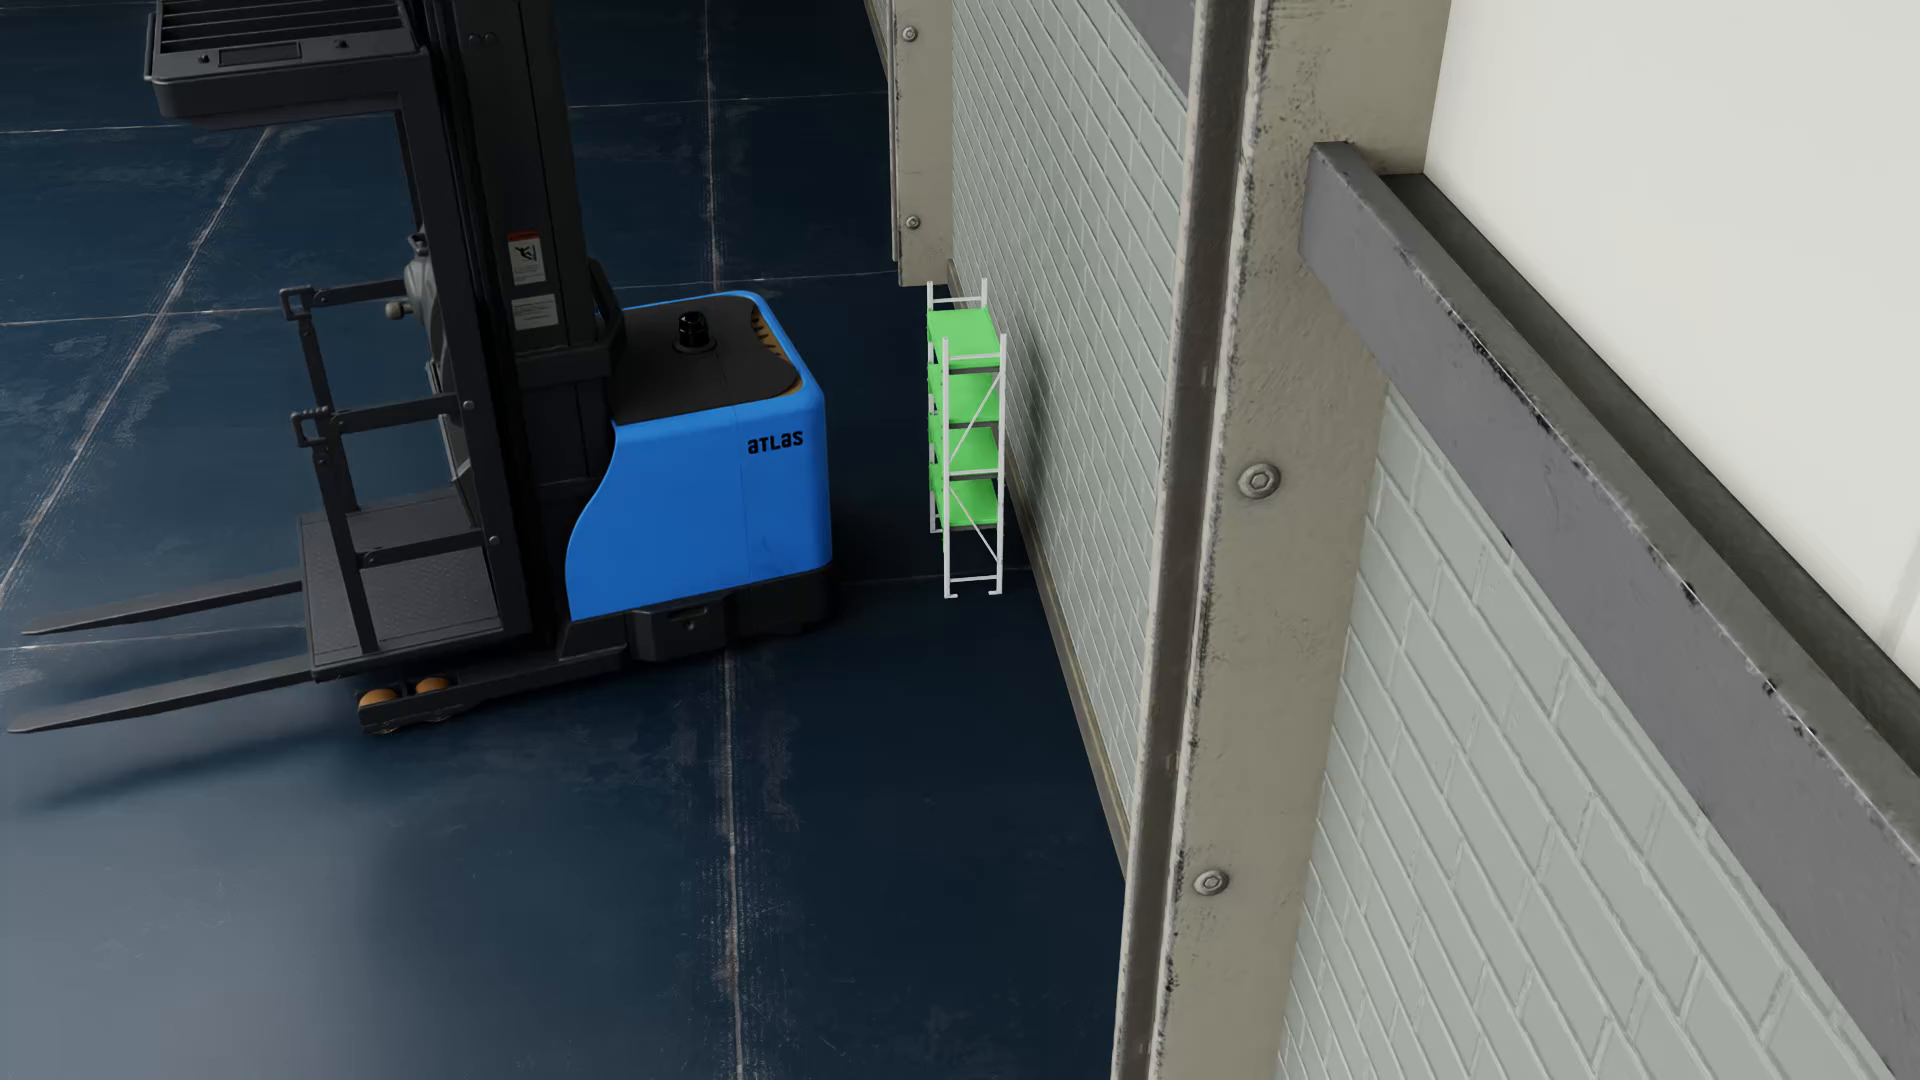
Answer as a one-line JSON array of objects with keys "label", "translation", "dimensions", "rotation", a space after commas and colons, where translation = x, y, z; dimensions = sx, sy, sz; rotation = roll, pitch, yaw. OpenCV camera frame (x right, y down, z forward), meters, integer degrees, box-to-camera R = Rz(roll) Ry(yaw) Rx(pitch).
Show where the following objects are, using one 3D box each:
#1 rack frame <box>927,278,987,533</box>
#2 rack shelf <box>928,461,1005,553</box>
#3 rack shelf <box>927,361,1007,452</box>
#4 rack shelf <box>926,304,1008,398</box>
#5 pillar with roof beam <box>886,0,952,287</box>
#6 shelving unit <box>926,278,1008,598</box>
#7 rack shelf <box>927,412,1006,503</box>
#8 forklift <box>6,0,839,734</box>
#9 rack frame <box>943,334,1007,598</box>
[{"label": "rack frame", "translation": [-0.011, -0.540, 6.976], "dimensions": [0.240, 1.200, 0.015], "rotation": [-4, 35, -6]}, {"label": "rack shelf", "translation": [0.022, -0.152, 6.948], "dimensions": [0.258, 0.148, 0.480], "rotation": [-4, 35, -6]}, {"label": "rack shelf", "translation": [0.022, -0.549, 6.677], "dimensions": [0.258, 0.148, 0.480], "rotation": [-4, 35, -6]}, {"label": "rack shelf", "translation": [0.022, -0.747, 6.542], "dimensions": [0.258, 0.148, 0.480], "rotation": [-4, 35, -6]}, {"label": "pillar with roof beam", "translation": [-4.478, -4.938, 6.505], "dimensions": [9.100, 9.000, 0.400], "rotation": [-4, 35, -6]}, {"label": "shelving unit", "translation": [0.022, -0.403, 6.777], "dimensions": [0.258, 1.200, 0.503], "rotation": [-4, 35, -6]}, {"label": "rack shelf", "translation": [0.022, -0.351, 6.813], "dimensions": [0.258, 0.148, 0.480], "rotation": [-4, 35, -6]}, {"label": "forklift", "translation": [-2.063, -0.827, 5.860], "dimensions": [3.031, 2.935, 1.130], "rotation": [-12, 36, -17]}, {"label": "rack frame", "translation": [0.055, -0.267, 6.577], "dimensions": [0.240, 1.200, 0.015], "rotation": [-4, 35, -6]}]
